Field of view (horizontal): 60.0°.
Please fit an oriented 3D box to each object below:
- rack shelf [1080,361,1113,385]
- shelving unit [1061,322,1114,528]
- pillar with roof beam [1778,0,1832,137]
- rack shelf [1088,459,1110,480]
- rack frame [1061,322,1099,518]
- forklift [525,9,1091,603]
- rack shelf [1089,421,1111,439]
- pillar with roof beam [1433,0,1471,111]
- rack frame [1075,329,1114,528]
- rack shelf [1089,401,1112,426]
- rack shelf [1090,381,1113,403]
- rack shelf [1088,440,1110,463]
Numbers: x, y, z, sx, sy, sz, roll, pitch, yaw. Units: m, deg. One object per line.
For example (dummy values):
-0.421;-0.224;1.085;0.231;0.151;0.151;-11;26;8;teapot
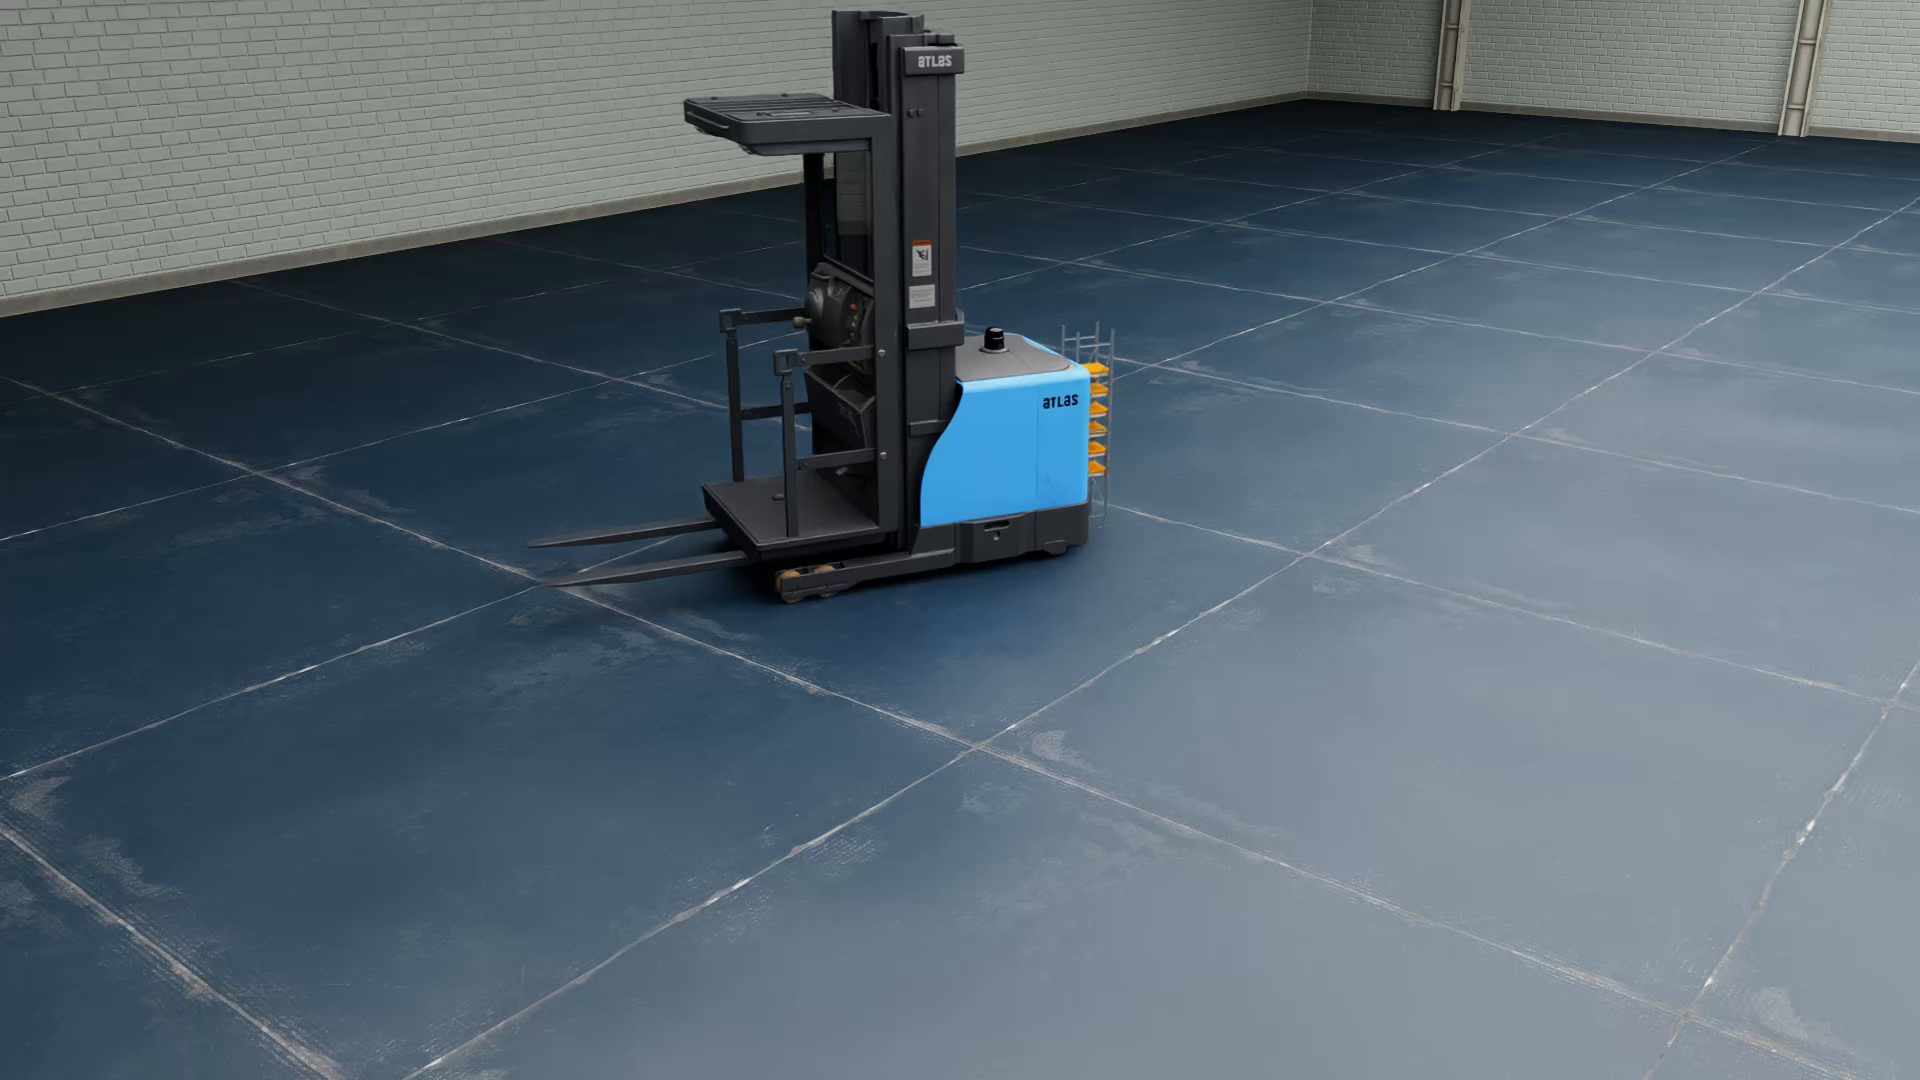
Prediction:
0.727;-0.948;9.585;0.258;0.103;0.180;-8;22;-22;rack shelf
0.726;-0.653;9.696;0.258;1.200;0.189;-8;22;-22;shelving unit
10.950;-9.681;22.588;0.400;9.000;9.100;16;26;36;pillar with roof beam
0.724;-0.386;9.796;0.258;0.103;0.180;-8;22;-22;rack shelf
0.689;-0.682;9.774;0.240;1.200;0.006;-8;22;-22;rack frame
-0.831;-1.252;8.834;3.031;2.935;1.130;-9;22;-22;forklift
0.725;-0.611;9.711;0.258;0.103;0.180;-8;22;-22;rack shelf
6.302;-11.020;26.137;0.400;9.000;9.100;16;26;36;pillar with roof beam
0.762;-0.623;9.617;0.240;1.200;0.006;-8;22;-22;rack frame
0.726;-0.723;9.669;0.258;0.103;0.180;-8;22;-22;rack shelf
0.727;-0.836;9.627;0.258;0.103;0.180;-8;22;-22;rack shelf
0.725;-0.499;9.754;0.258;0.103;0.180;-8;22;-22;rack shelf
